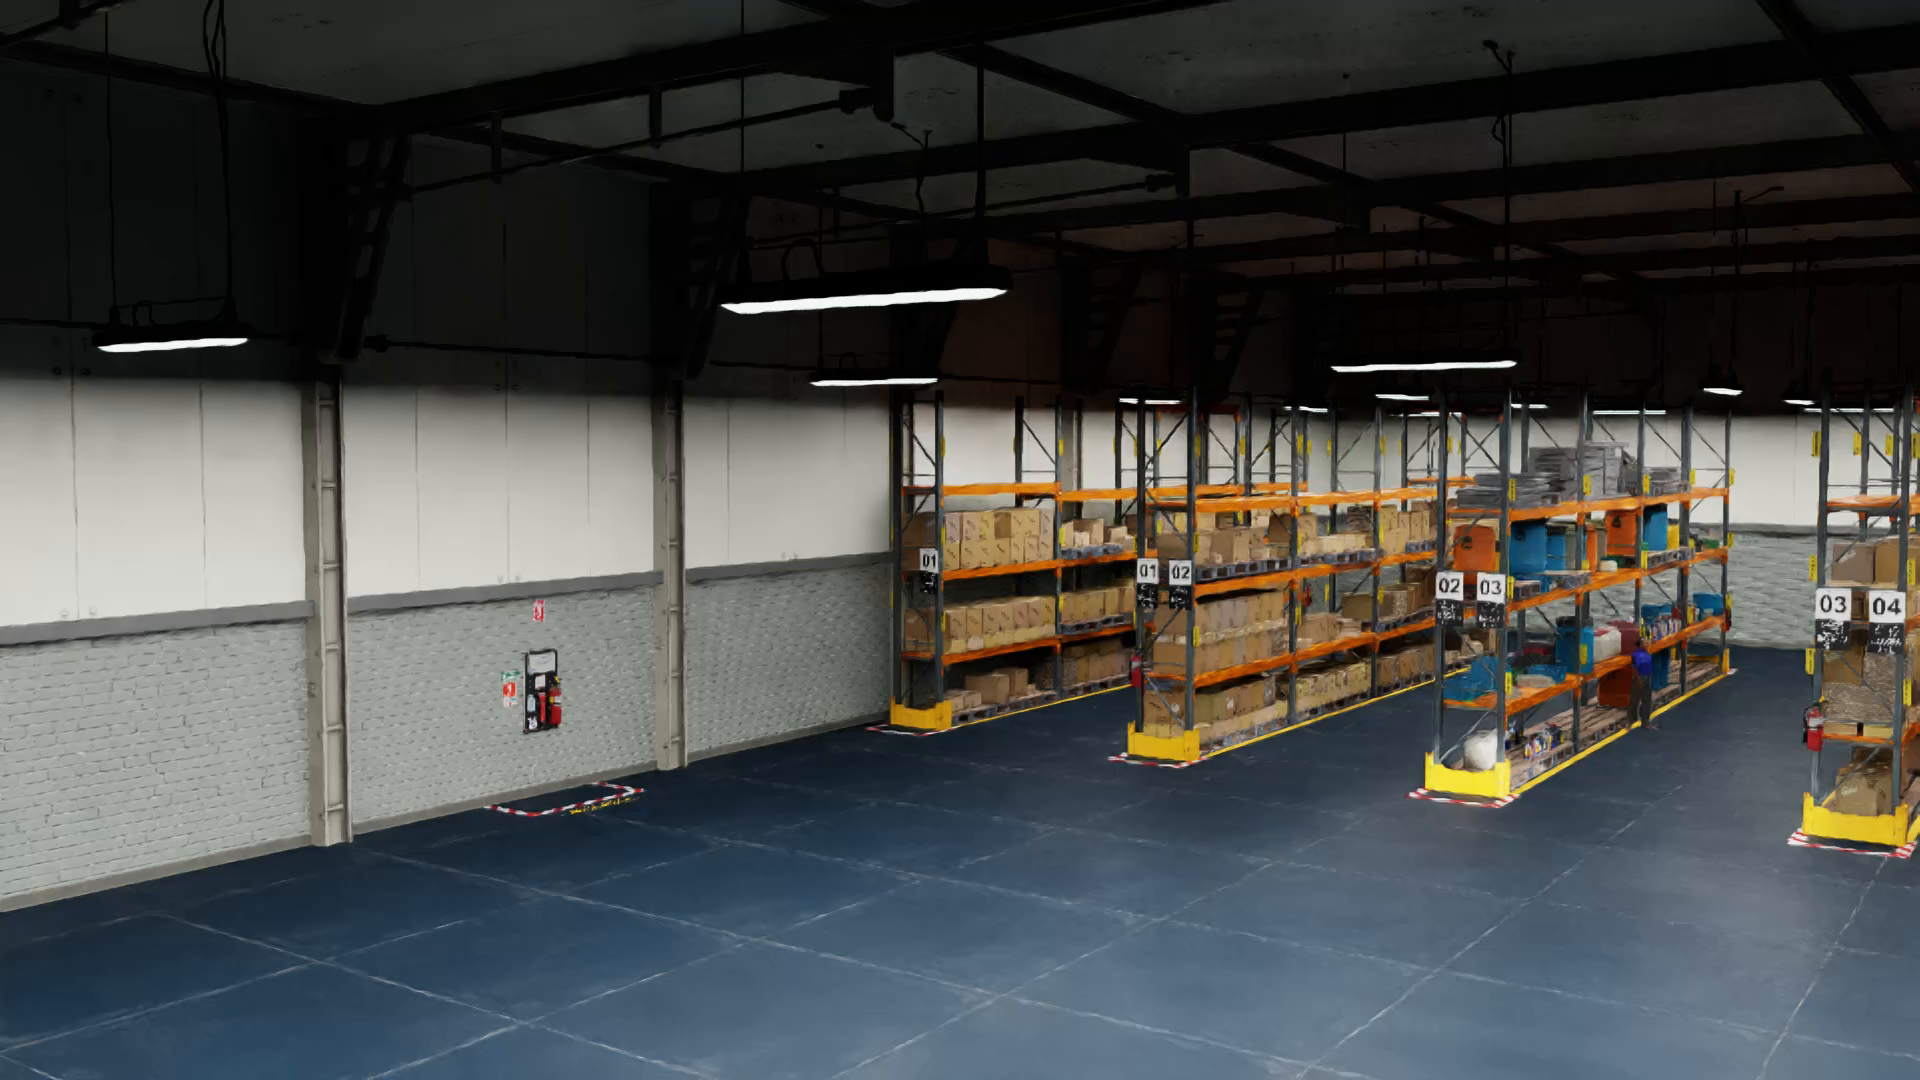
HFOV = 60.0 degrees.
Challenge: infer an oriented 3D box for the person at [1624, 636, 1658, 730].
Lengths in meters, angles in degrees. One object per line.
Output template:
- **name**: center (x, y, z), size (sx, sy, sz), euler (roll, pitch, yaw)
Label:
- **person**: center (11.997, 2.517, 29.334), size (0.625, 1.644, 0.376), euler (-2, 4, -31)
